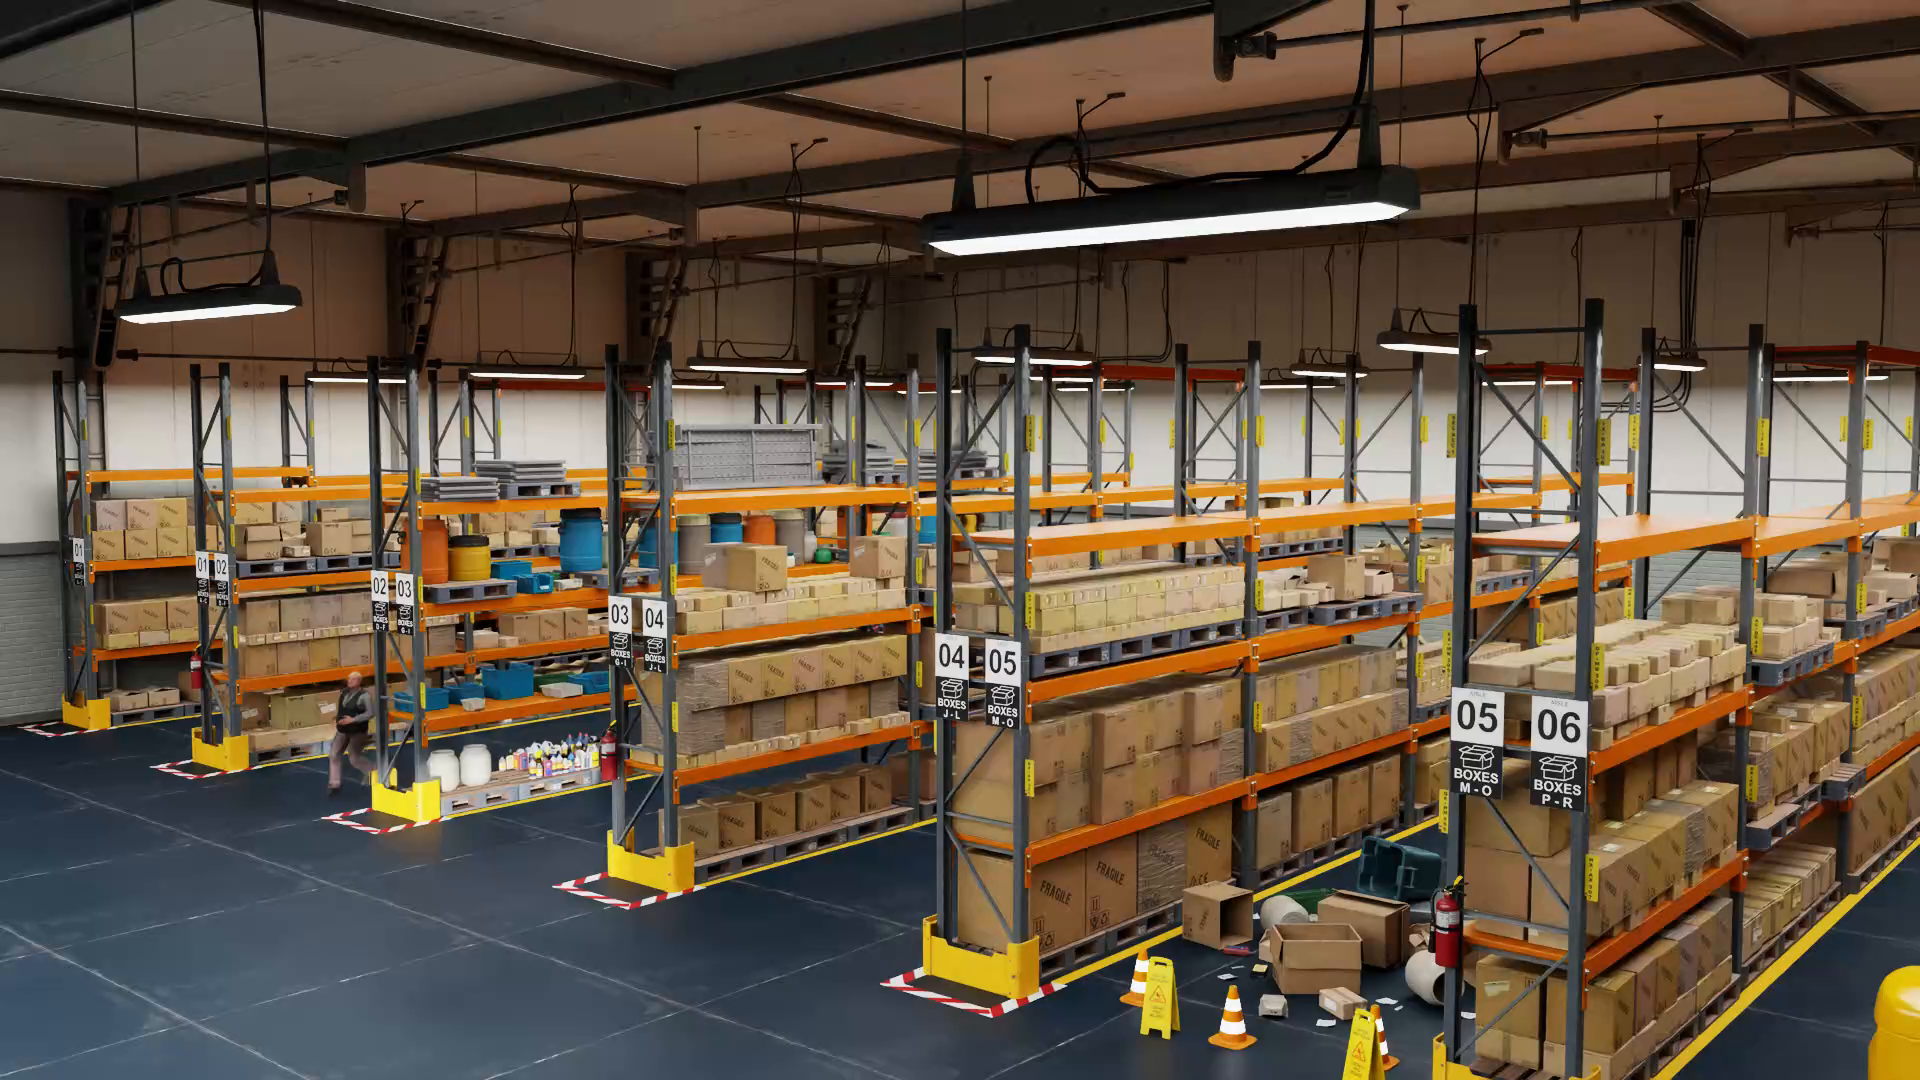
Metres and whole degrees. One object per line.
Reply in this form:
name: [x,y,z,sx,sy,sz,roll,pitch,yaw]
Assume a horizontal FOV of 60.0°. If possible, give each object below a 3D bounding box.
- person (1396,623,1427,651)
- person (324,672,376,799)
person: [8.100,2.238,29.658,0.658,1.568,0.576,1,4,17]
person: [-8.356,2.670,22.978,0.685,1.735,0.885,2,4,21]
